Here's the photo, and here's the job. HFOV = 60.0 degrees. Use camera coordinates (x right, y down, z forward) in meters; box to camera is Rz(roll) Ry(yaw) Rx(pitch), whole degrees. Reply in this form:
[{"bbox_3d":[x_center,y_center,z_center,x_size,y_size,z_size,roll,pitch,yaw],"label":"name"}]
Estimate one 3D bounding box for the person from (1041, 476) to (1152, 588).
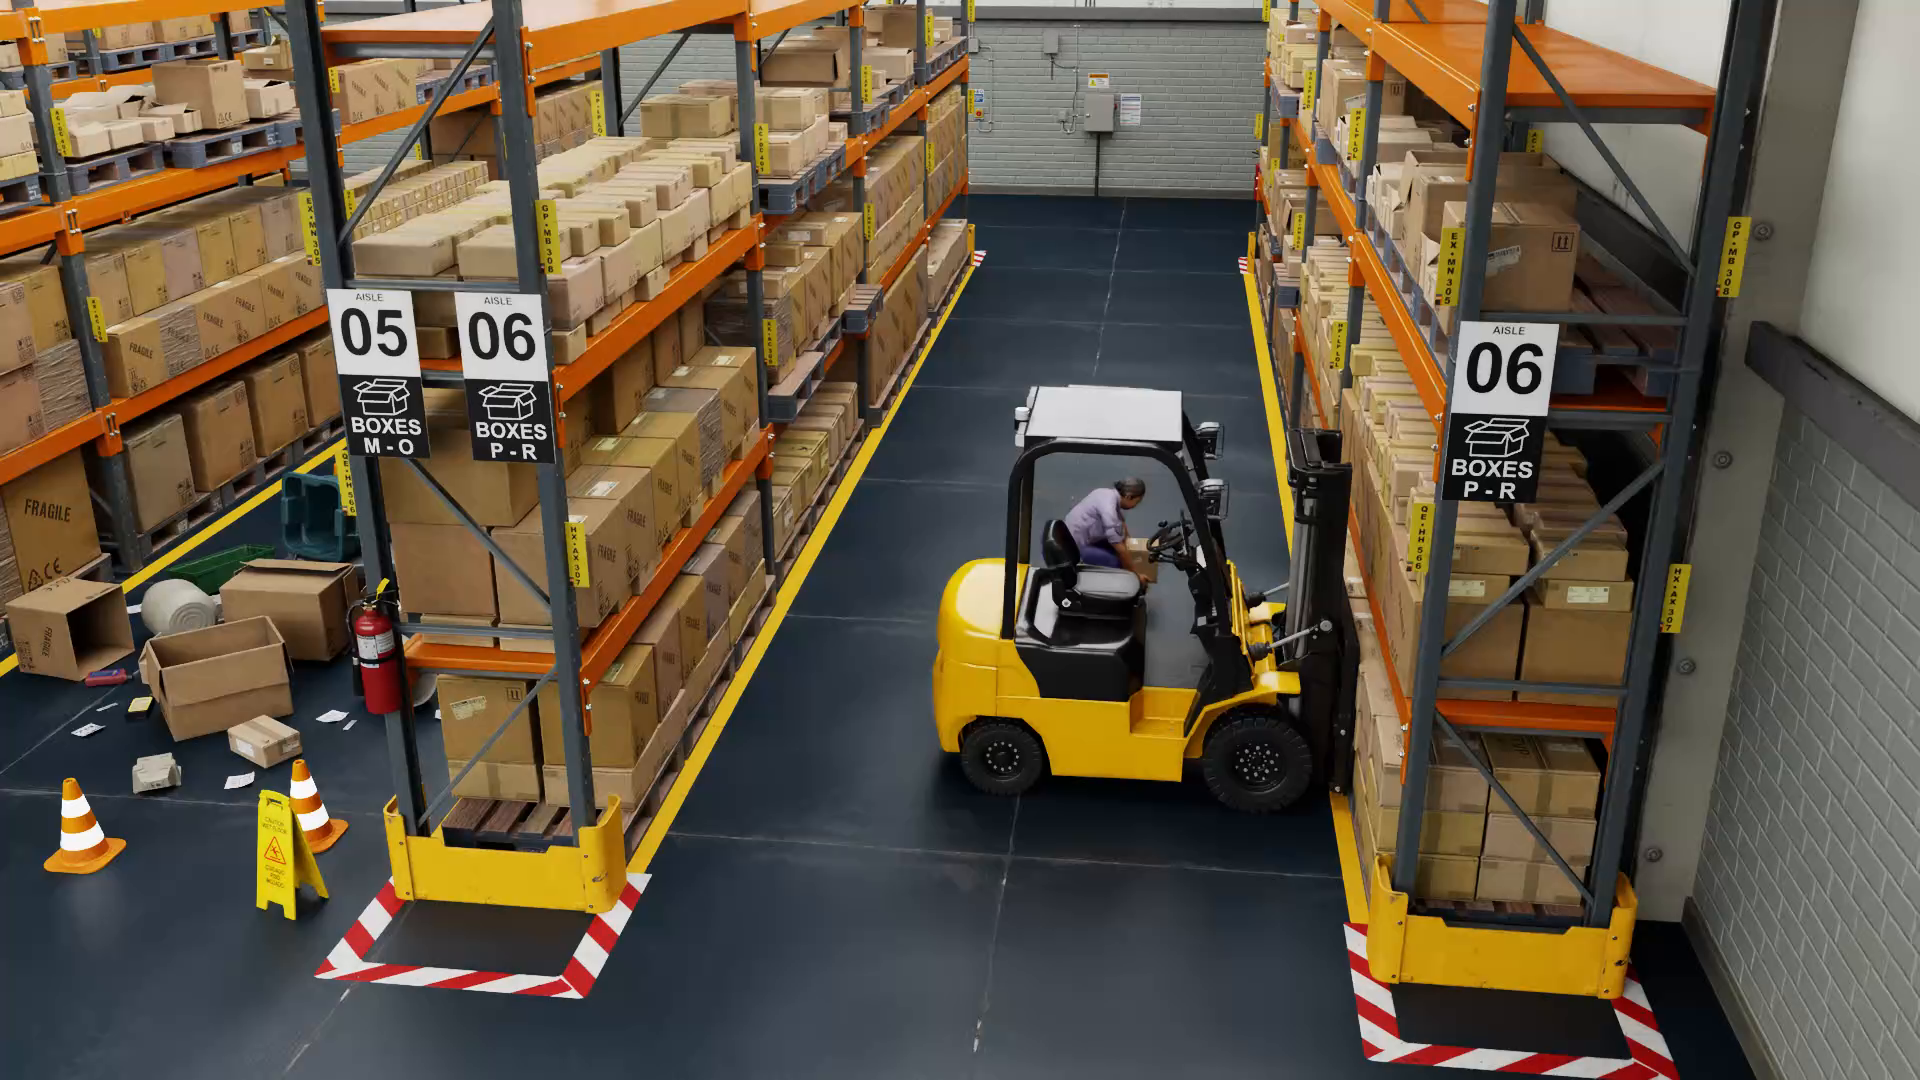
[{"bbox_3d":[1.001,0.002,12.083,0.809,0.951,0.497,2,21,5],"label":"person"}]
